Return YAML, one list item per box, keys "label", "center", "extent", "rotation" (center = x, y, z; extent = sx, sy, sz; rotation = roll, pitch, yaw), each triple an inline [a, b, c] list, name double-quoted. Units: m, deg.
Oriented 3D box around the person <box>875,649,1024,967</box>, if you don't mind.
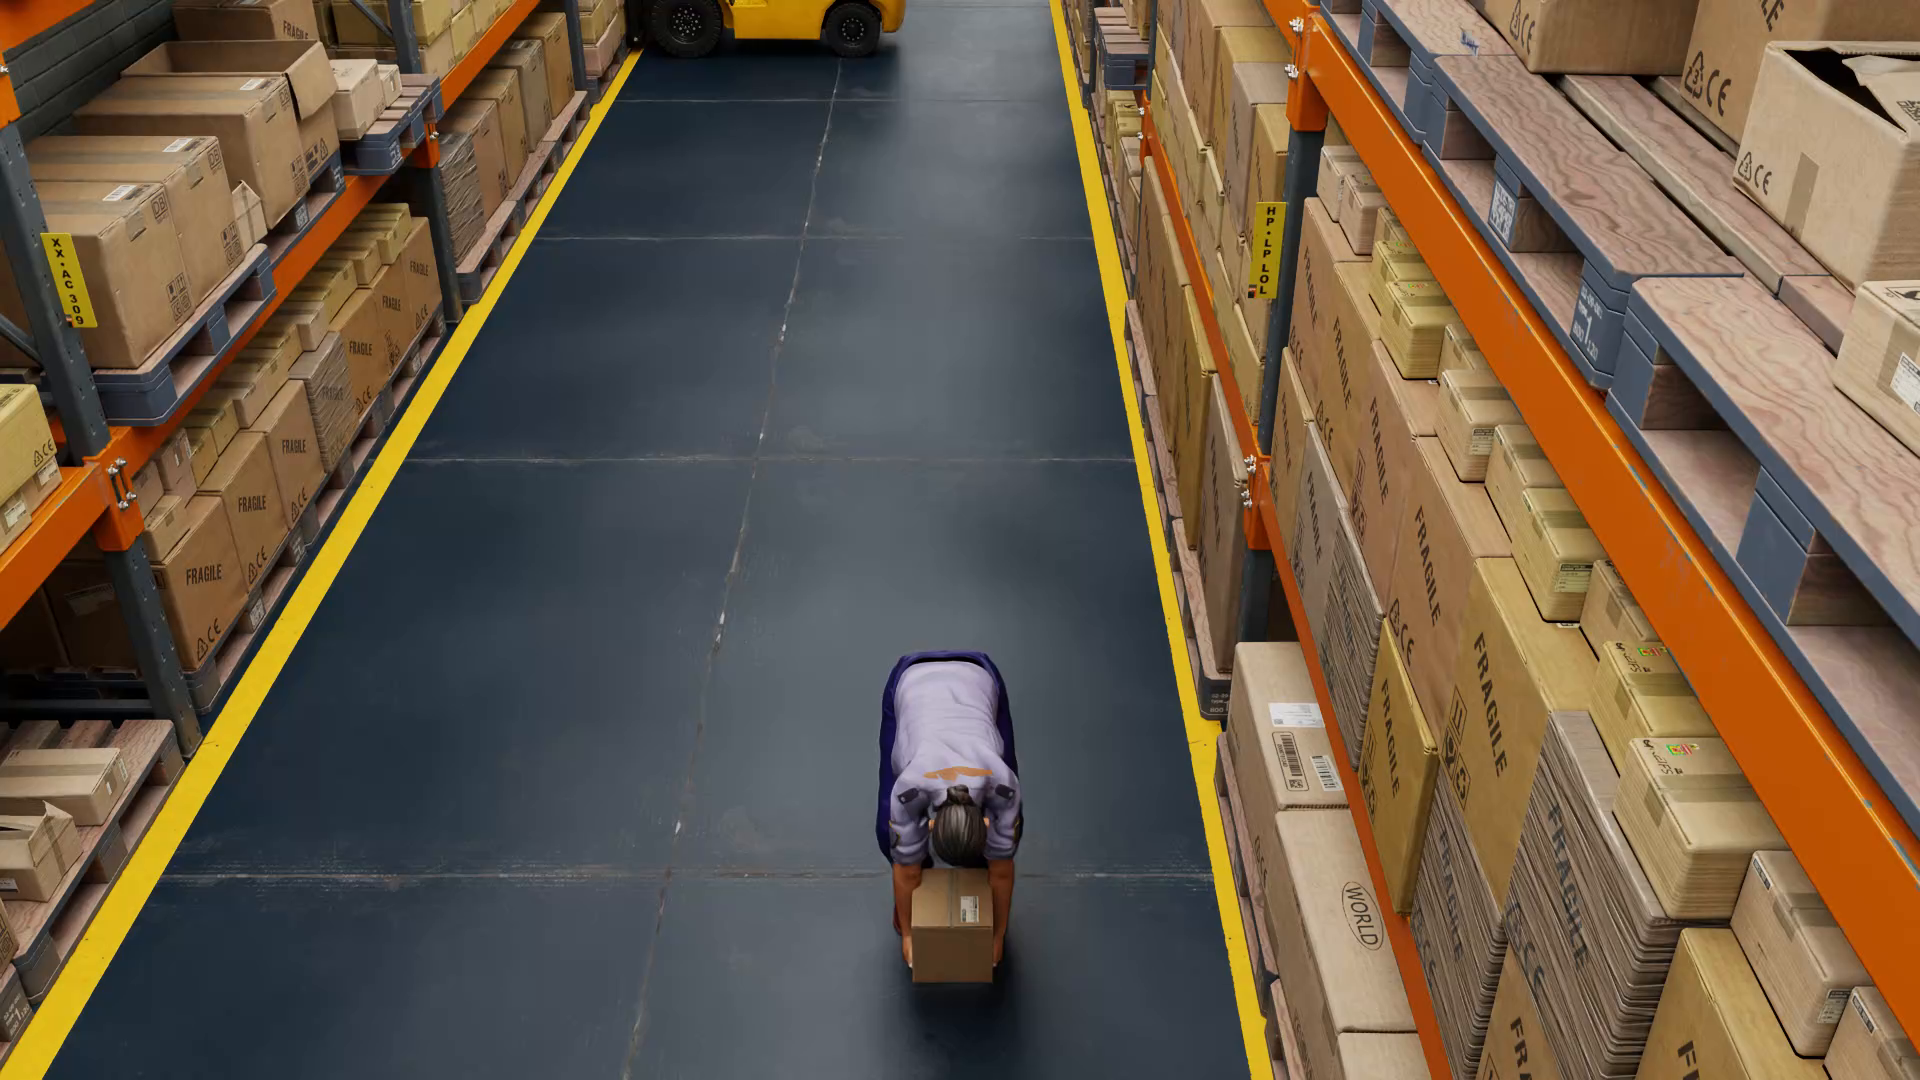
- label: "person"
  center: [-0.031, 0.922, 5.318]
  extent: [0.480, 0.956, 0.907]
  rotation: [-2, 32, -2]
